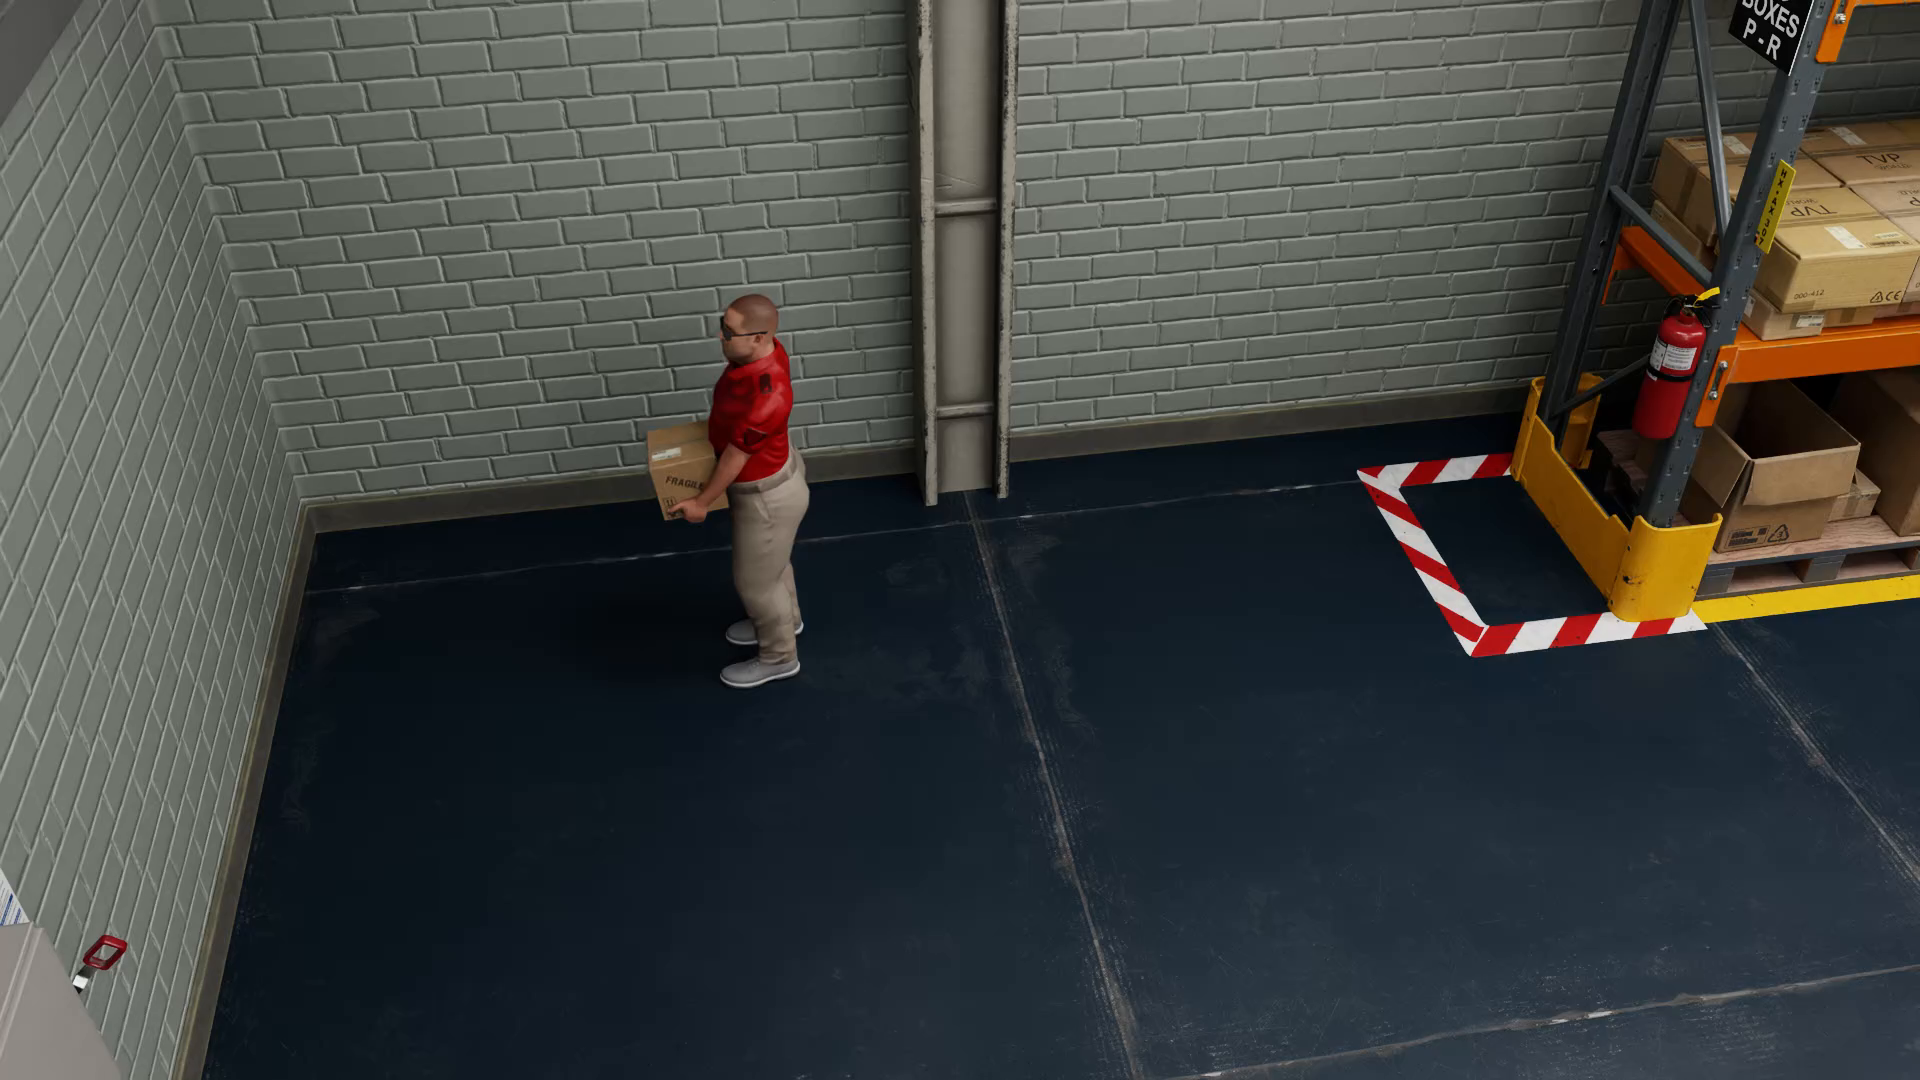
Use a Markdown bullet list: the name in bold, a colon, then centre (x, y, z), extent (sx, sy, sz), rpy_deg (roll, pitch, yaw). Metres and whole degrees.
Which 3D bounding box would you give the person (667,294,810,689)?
- **person**: centre (-0.852, -0.170, 6.390), extent (0.543, 1.725, 0.490), rpy_deg (-6, 39, -8)
